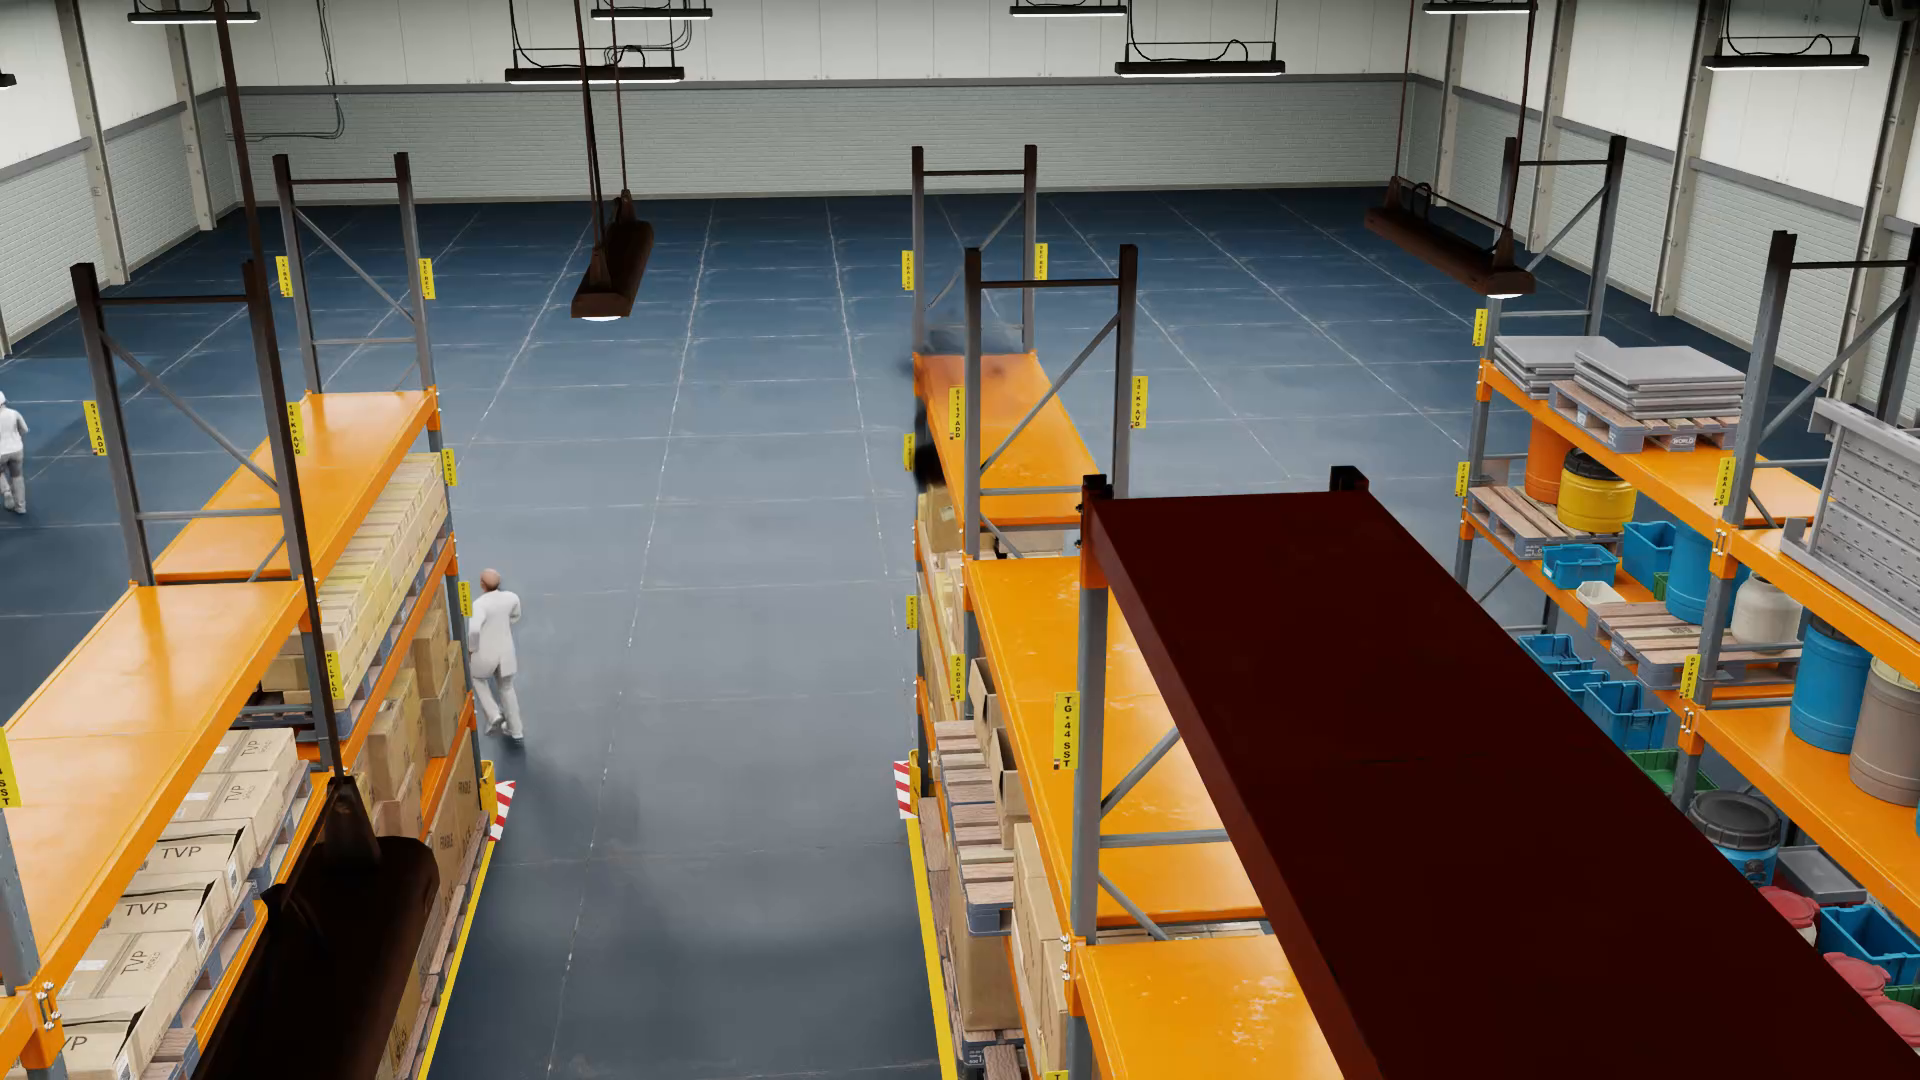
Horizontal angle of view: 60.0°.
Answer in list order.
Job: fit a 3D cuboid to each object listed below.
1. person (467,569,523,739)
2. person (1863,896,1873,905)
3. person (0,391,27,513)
[{"bbox_3d":[-4.613,1.118,16.432,0.684,1.792,0.746,-17,27,-37],"label":"person"},{"bbox_3d":[7.197,2.393,13.208,0.714,1.747,0.932,-7,23,-17],"label":"person"},{"bbox_3d":[-12.865,-1.213,22.364,0.653,1.730,0.568,-17,27,-37],"label":"person"}]
